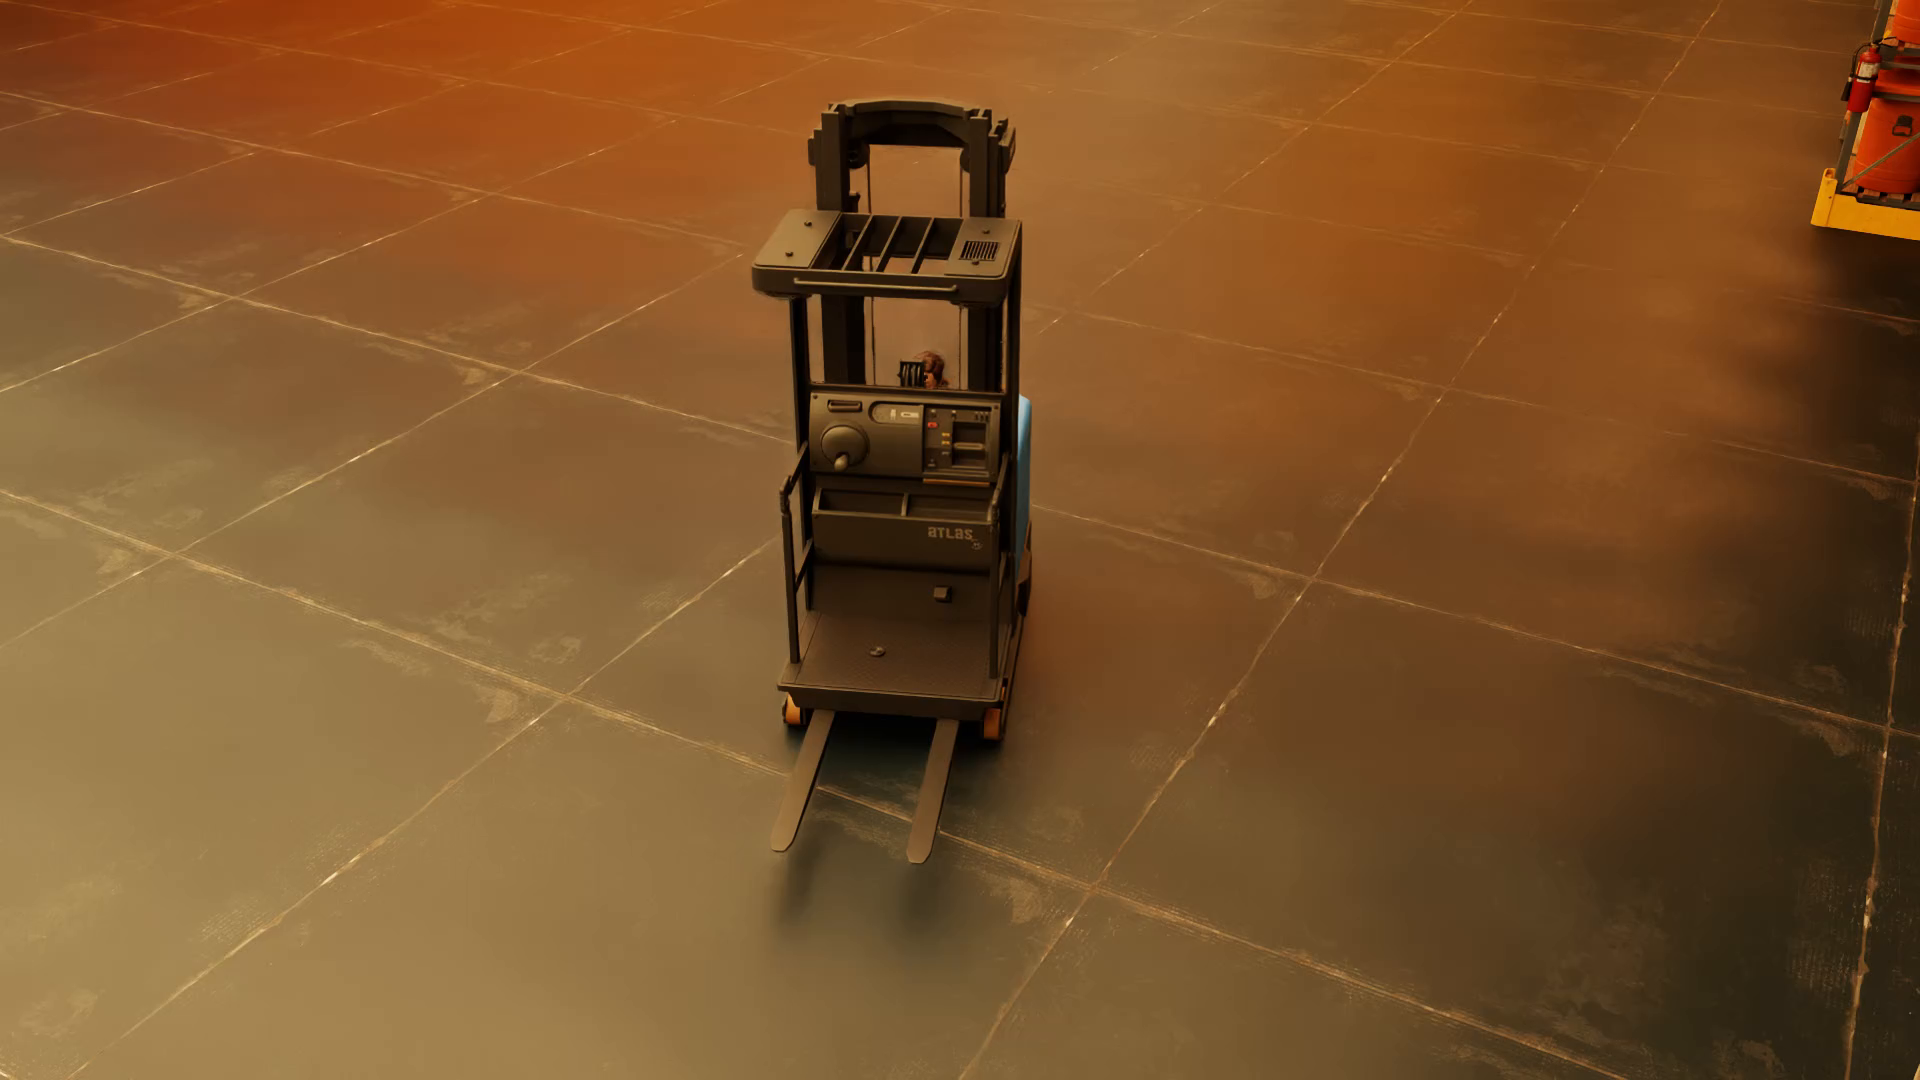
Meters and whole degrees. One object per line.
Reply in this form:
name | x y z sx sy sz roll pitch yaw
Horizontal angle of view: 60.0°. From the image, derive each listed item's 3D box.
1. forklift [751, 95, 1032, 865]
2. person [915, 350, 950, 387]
forklift | -0.293 -0.457 7.862 1.130 2.935 3.031 4 30 6
person | -0.257 -0.248 8.747 0.729 1.472 0.700 12 32 20
